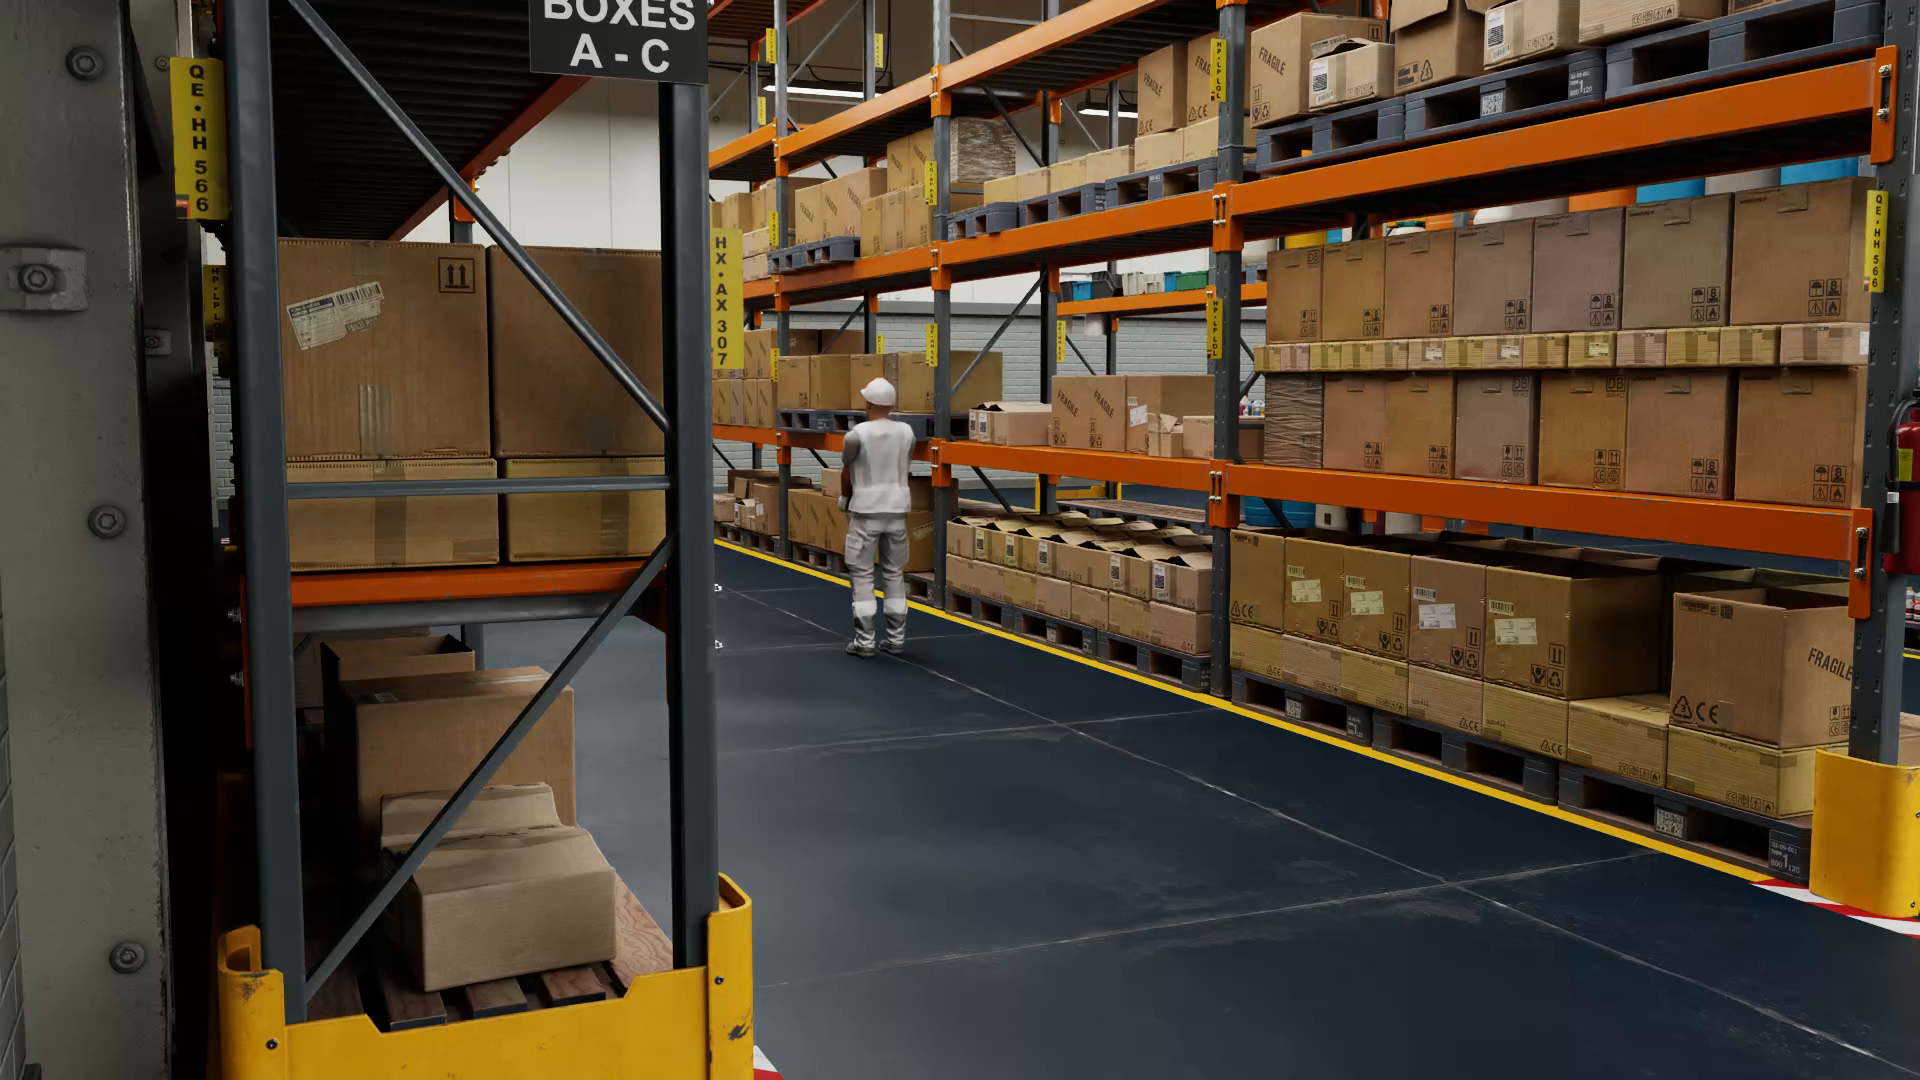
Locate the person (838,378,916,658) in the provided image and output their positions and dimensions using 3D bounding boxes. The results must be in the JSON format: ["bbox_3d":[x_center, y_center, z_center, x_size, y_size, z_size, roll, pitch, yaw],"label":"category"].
[{"bbox_3d":[-0.564,-0.152,10.743,0.493,1.782,0.561,-2,6,-23],"label":"person"}]
